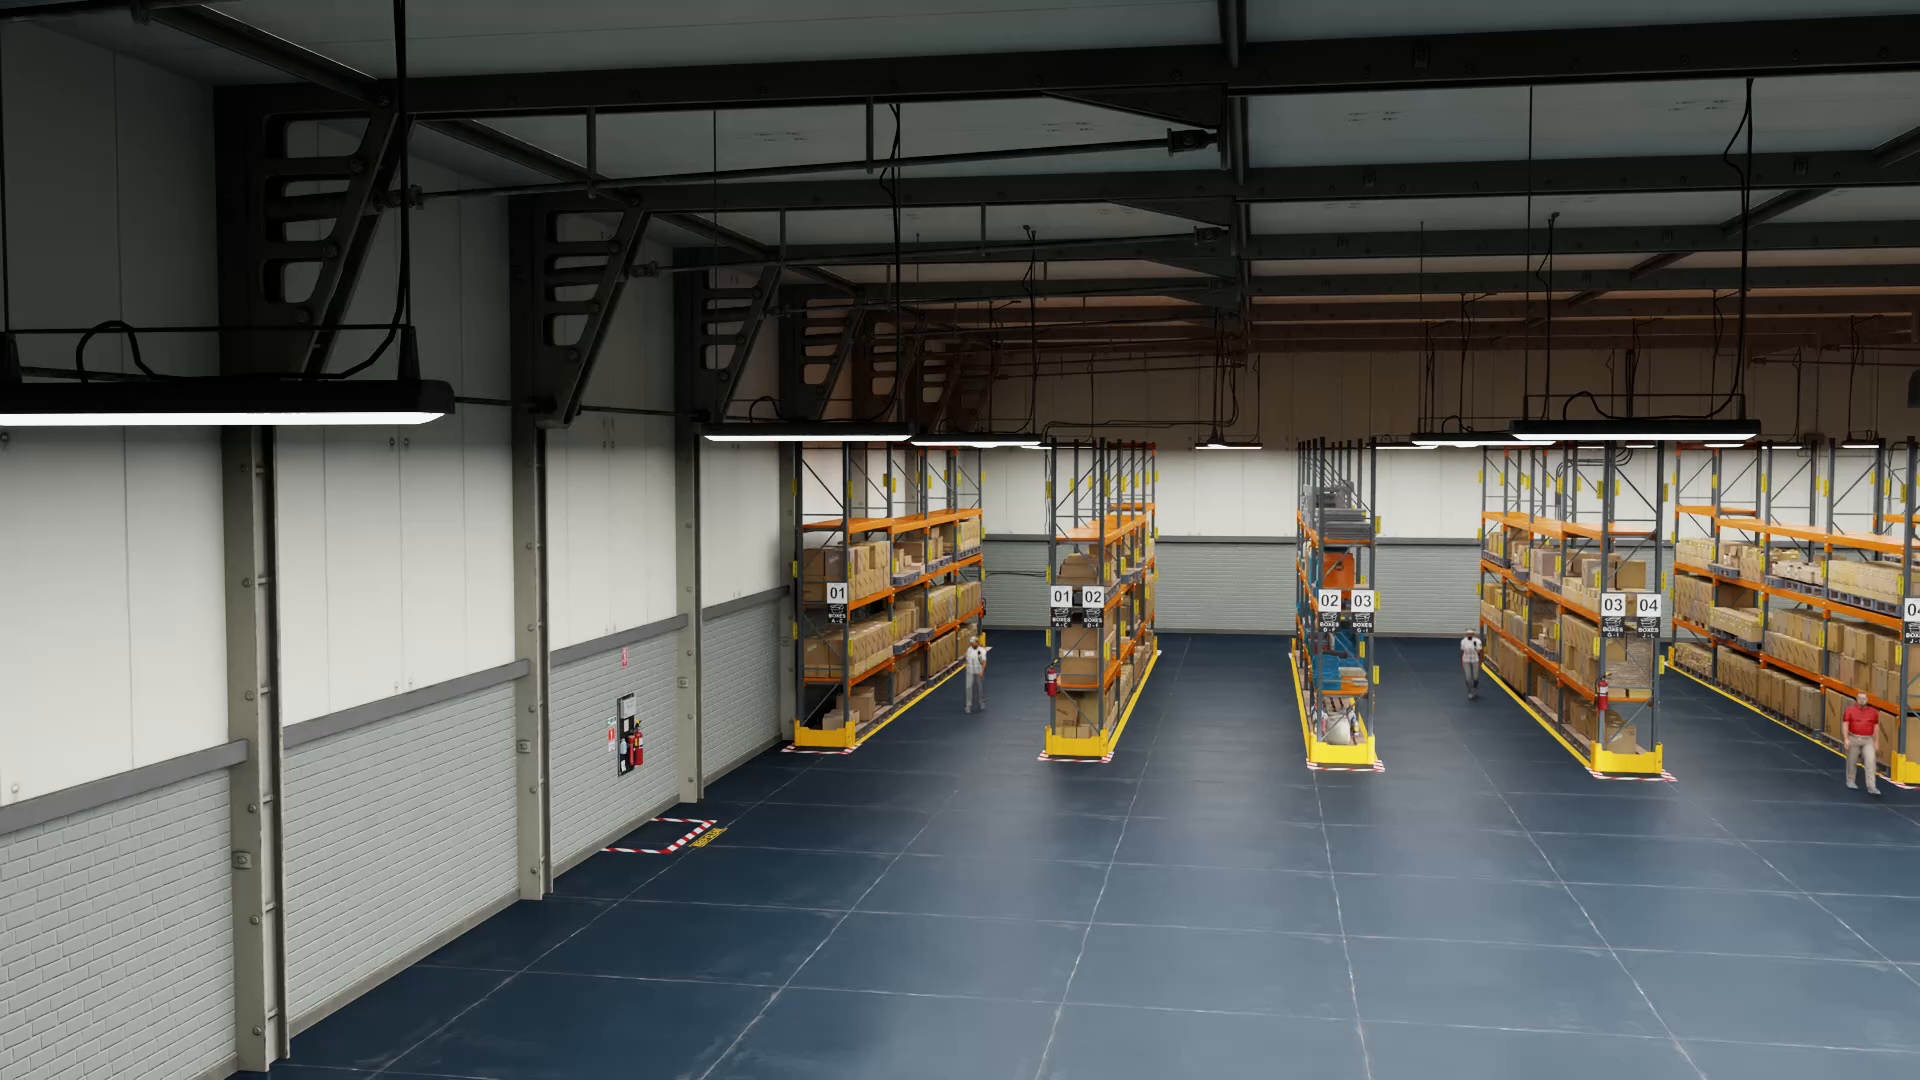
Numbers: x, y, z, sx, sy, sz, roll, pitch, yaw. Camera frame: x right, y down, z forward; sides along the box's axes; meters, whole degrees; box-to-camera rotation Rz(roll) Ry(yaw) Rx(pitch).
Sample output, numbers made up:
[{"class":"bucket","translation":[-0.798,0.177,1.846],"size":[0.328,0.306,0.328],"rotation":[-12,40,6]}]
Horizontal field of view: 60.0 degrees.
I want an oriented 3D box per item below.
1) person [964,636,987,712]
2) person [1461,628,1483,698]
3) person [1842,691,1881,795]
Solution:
[{"class":"person","translation":[0.335,2.947,36.710],"size":[0.501,1.626,0.896],"rotation":[1,3,16]},{"class":"person","translation":[11.971,2.848,38.880],"size":[0.507,1.654,0.594],"rotation":[1,3,24]},{"class":"person","translation":[15.133,3.386,27.896],"size":[0.584,1.672,1.000],"rotation":[1,3,21]}]
